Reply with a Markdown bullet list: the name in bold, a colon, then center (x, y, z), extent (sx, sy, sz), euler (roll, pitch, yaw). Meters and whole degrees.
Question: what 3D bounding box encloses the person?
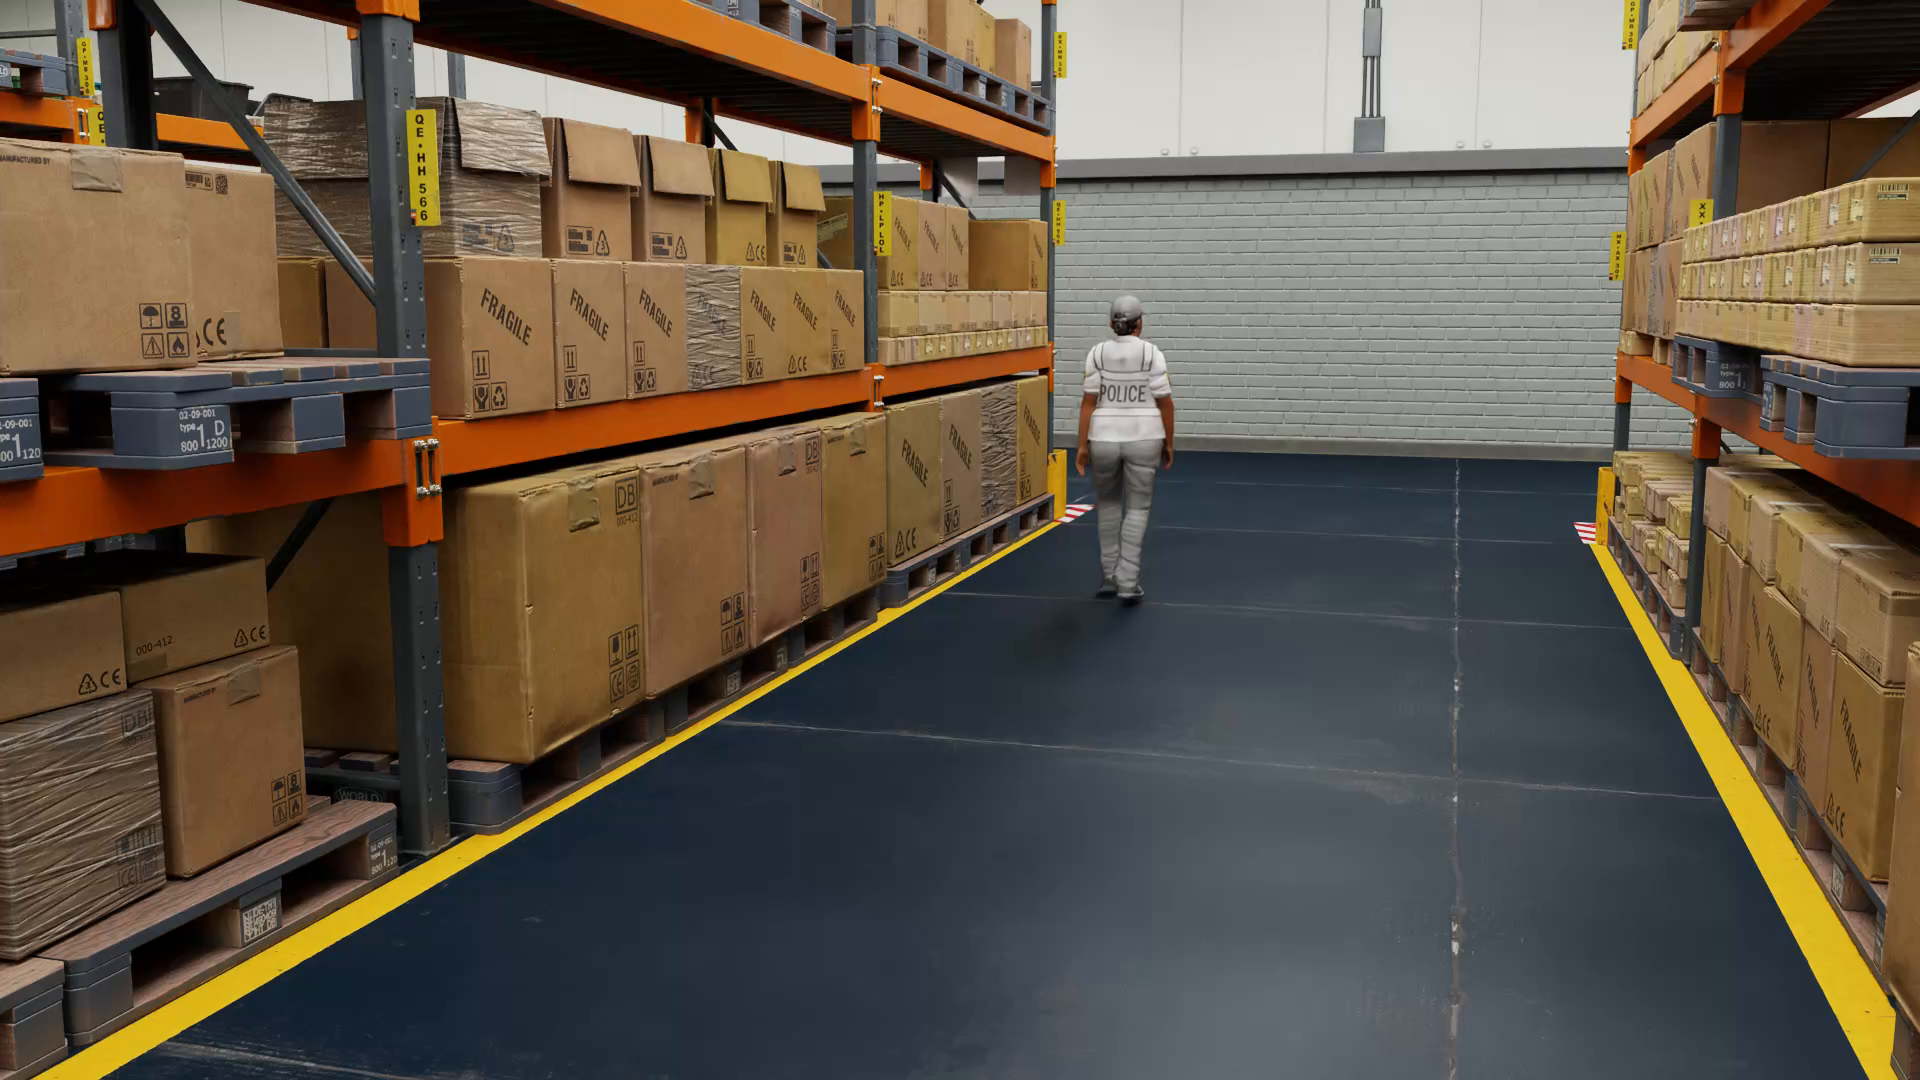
- **person**: center (0.930, -0.478, 9.187), extent (0.512, 1.730, 0.630), euler (3, 9, 20)
